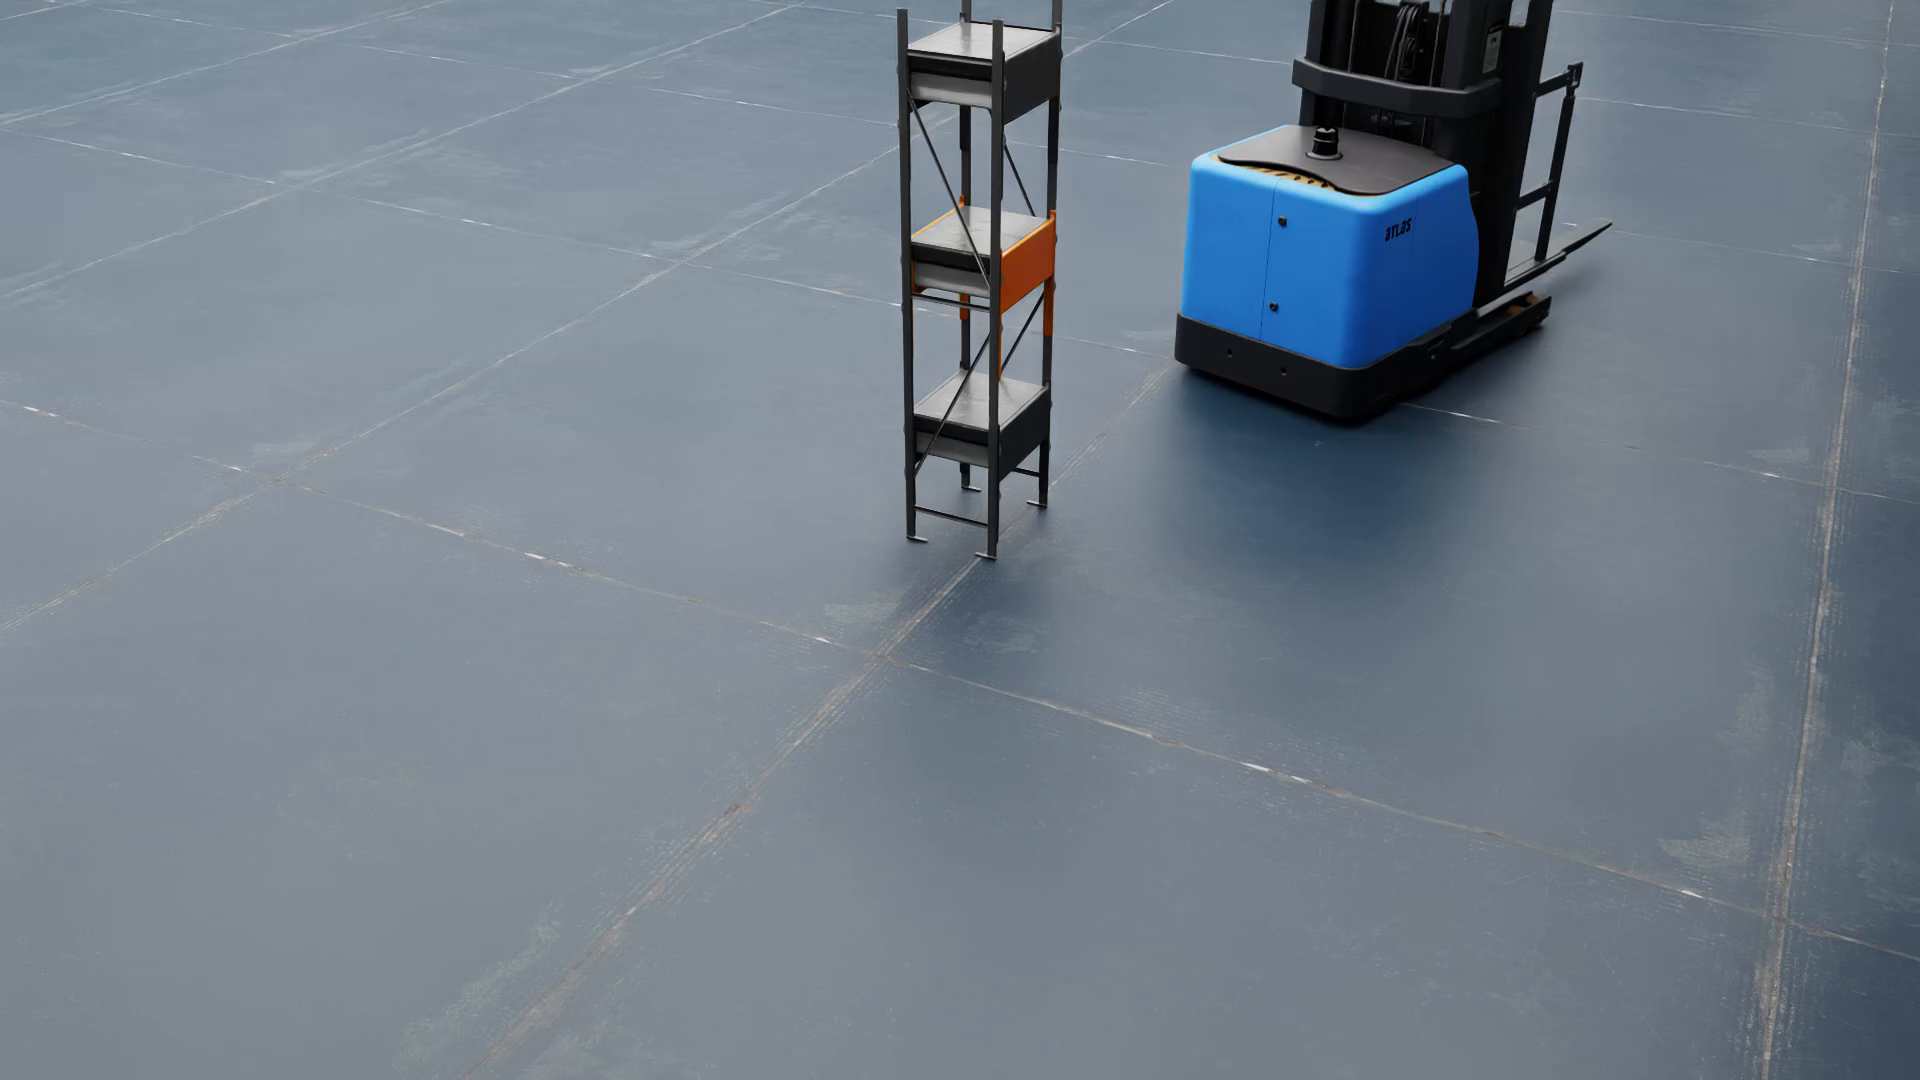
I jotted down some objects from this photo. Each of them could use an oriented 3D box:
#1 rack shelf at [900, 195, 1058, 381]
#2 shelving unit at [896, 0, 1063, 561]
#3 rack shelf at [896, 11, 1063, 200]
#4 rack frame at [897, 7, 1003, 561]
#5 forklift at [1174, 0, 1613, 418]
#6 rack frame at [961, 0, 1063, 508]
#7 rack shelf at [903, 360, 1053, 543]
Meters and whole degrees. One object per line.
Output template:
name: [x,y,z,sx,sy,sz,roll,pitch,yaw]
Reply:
rack shelf: [0.075,-0.972,6.362,0.431,0.518,0.480,14,33,23]
shelving unit: [0.075,-0.984,6.355,0.431,2.100,0.503,14,33,23]
rack shelf: [0.075,-1.579,6.013,0.431,0.518,0.480,14,33,23]
rack frame: [-0.036,-0.876,6.167,0.400,2.100,0.015,14,33,23]
forklift: [2.434,-2.469,8.106,1.130,2.935,3.031,25,38,37]
rack frame: [0.187,-1.092,6.543,0.400,2.100,0.015,14,33,23]
rack shelf: [0.075,-0.365,6.710,0.431,0.518,0.480,14,33,23]
